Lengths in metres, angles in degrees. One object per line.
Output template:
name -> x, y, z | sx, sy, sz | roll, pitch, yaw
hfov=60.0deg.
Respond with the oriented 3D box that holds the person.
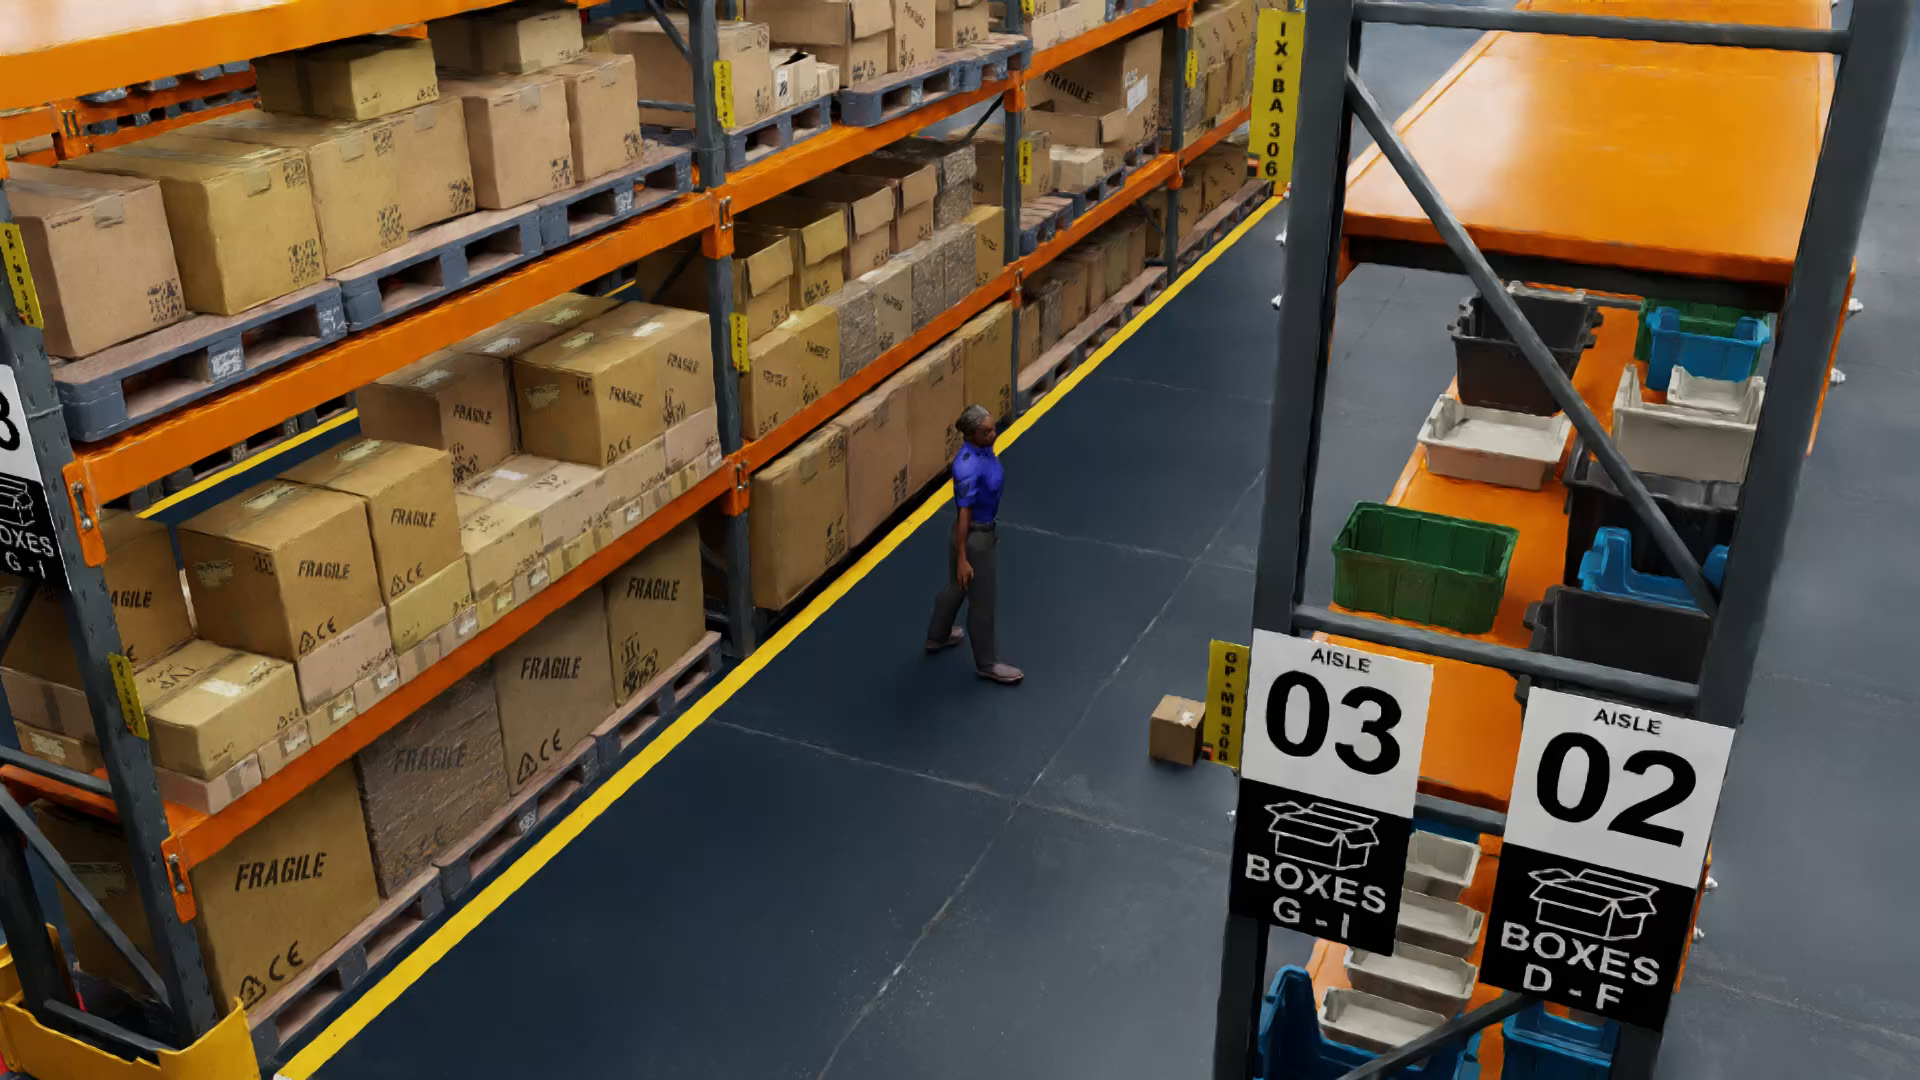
person -> 0.078, 0.002, 9.406 | 0.622, 1.645, 0.687 | 4, 27, 8
